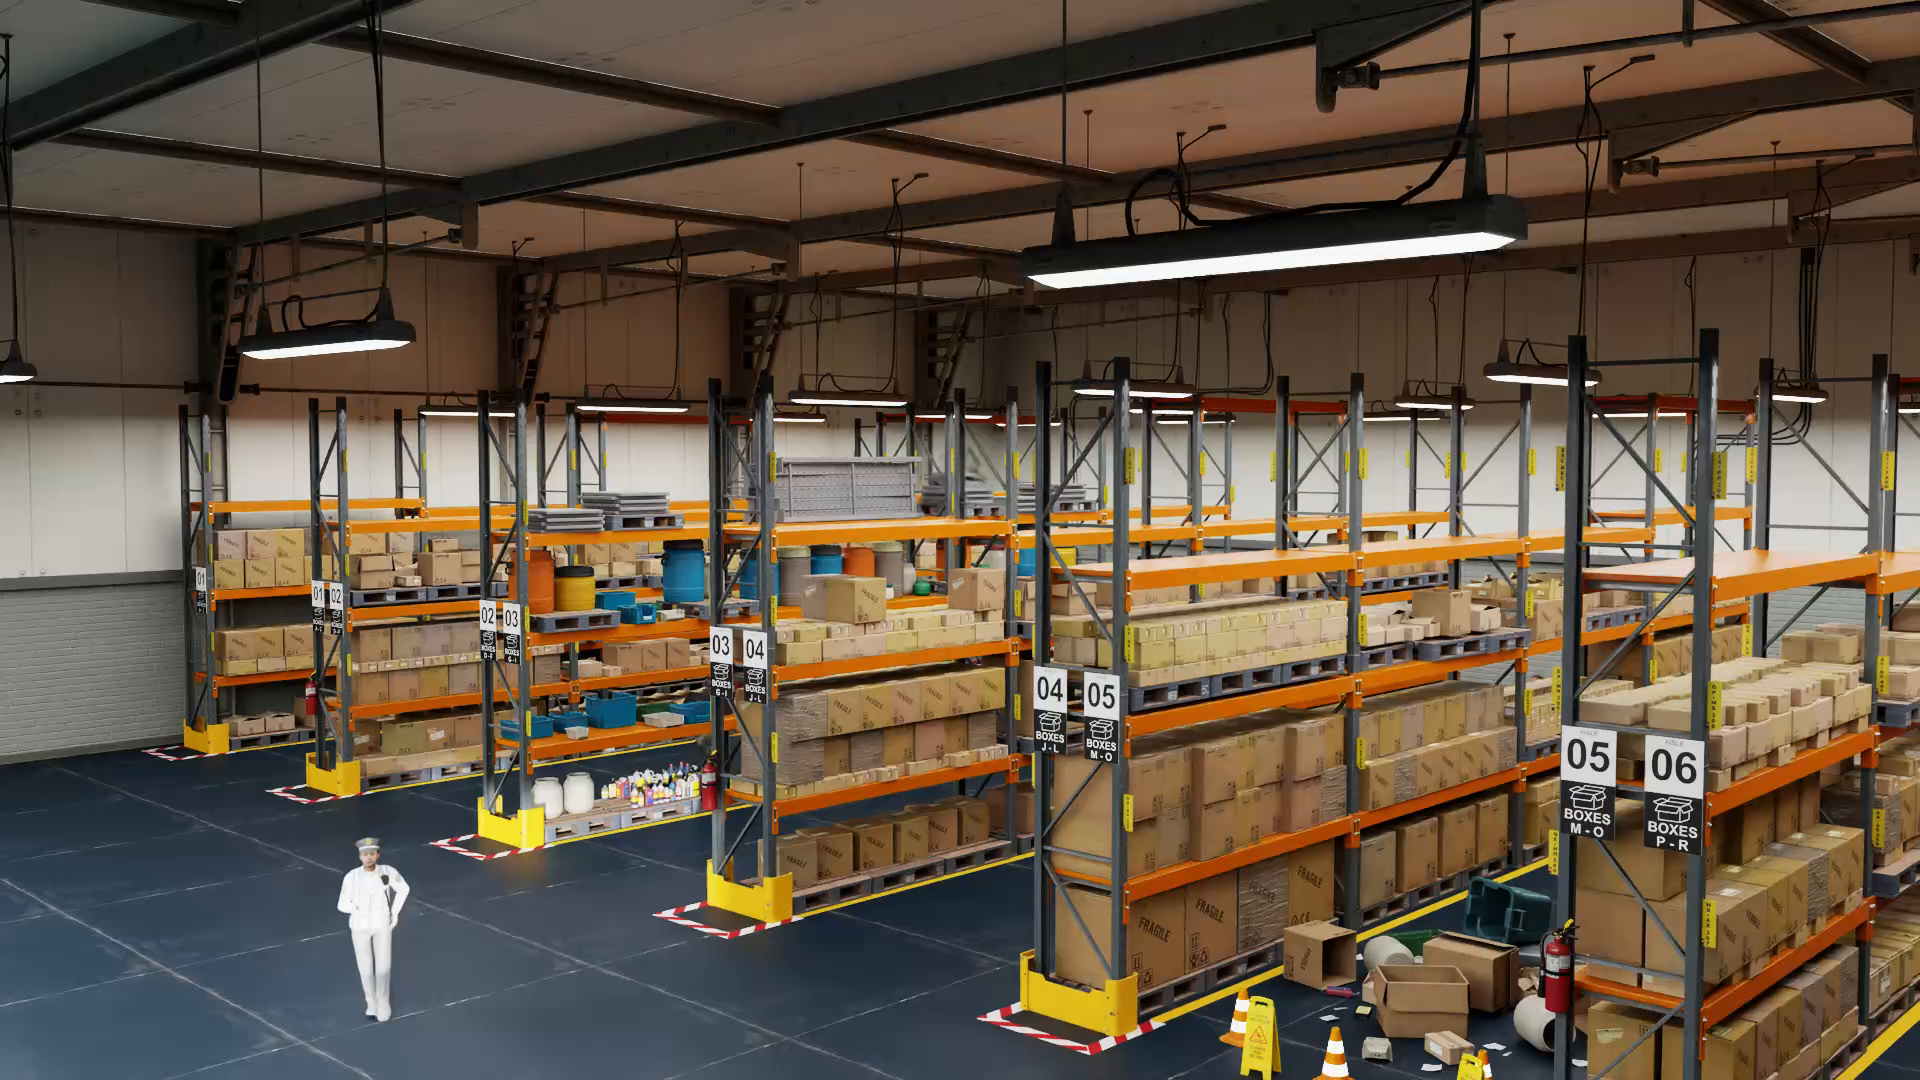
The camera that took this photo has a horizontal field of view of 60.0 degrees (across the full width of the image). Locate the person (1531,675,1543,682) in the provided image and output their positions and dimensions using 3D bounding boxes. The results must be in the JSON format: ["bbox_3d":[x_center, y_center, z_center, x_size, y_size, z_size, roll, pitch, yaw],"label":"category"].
[{"bbox_3d":[9.083,2.957,26.057,0.939,1.704,0.575,-3,4,-44],"label":"person"}]

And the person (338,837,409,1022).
[{"bbox_3d":[-5.309,3.529,15.044,0.598,1.690,0.626,-1,3,-14],"label":"person"}]

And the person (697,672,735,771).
[{"bbox_3d":[-3.900,2.934,26.409,0.572,1.714,0.783,2,4,37],"label":"person"}]
